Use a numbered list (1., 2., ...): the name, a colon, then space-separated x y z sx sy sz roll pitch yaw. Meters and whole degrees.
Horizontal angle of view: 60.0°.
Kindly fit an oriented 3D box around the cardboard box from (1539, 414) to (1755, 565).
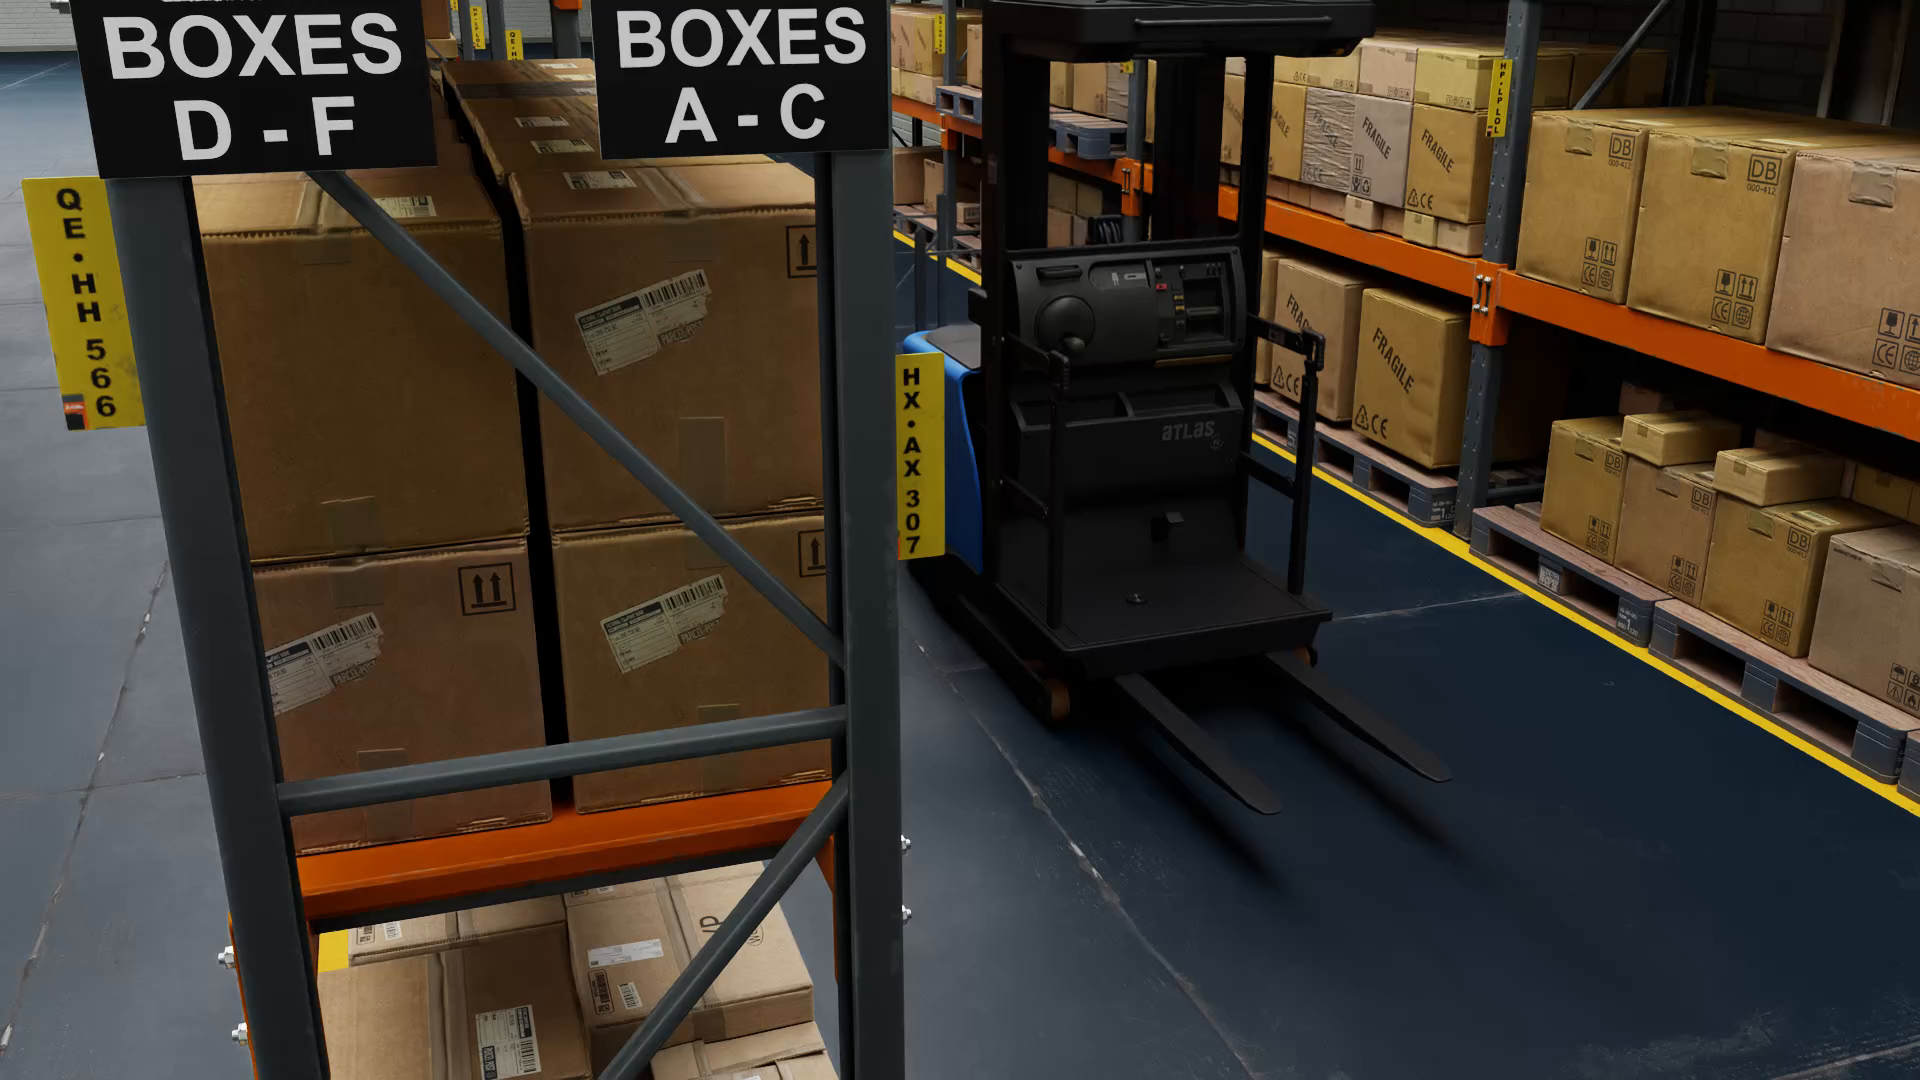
1. cardboard box: 2.995 -0.241 7.228 0.700 0.500 0.500 -6 21 -17

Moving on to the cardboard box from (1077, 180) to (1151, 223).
1. cardboard box: 1.205 -2.553 12.526 0.500 0.250 0.500 -6 21 -16

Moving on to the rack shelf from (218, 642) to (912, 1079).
1. rack shelf: -1.215 0.037 4.441 1.077 0.370 4.000 -6 21 -17

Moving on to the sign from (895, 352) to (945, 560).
1. sign: -0.072 -0.125 2.547 0.100 0.325 0.005 -6 21 -17

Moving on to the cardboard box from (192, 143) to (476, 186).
1. cardboard box: -1.147 -0.453 3.114 0.500 0.500 0.500 -6 21 -16

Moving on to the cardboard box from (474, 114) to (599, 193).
1. cardboard box: -0.800 -0.676 3.734 0.500 0.500 0.500 -6 21 -16

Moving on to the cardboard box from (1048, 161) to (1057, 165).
1. cardboard box: 0.732 -3.046 13.899 0.500 0.250 0.500 -7 21 -18

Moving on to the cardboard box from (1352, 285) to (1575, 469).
1. cardboard box: 2.530 -0.852 8.409 0.750 0.750 0.750 -6 21 -17

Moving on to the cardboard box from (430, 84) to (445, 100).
1. cardboard box: -1.639 -0.950 4.496 0.500 0.500 0.500 -7 21 -19

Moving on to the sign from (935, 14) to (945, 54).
1. sign: -0.170 -4.386 14.409 0.100 0.325 0.005 -6 21 -17

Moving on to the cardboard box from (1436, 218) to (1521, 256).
1. cardboard box: 2.482 -1.441 7.832 0.380 0.149 0.250 -6 21 -17

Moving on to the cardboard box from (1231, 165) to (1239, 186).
1. cardboard box: 1.844 -2.190 9.917 0.380 0.149 0.250 -6 21 -16

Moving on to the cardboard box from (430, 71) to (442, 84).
1. cardboard box: -2.796 -2.282 9.063 0.700 0.500 0.500 -15 24 -35

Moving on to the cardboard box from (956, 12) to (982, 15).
1. cardboard box: 0.235 -4.669 15.562 0.500 0.500 0.500 -7 21 -18

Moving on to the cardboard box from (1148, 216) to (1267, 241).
1. cardboard box: 1.707 -1.691 10.745 0.750 0.750 0.750 -7 21 -18

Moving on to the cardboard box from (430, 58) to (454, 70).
1. cardboard box: -4.504 -3.700 13.631 0.700 0.500 0.500 -7 21 -19

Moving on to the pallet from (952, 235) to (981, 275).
1. pallet: 0.589 -2.476 14.498 1.003 0.211 1.213 -6 21 -17

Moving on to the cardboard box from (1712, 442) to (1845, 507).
1. cardboard box: 3.094 -0.250 6.292 0.380 0.149 0.250 -7 21 -19

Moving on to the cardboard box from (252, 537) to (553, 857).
1. cardboard box: -0.986 0.178 2.835 0.500 0.500 0.500 -6 21 -16

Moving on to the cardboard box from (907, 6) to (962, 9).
1. cardboard box: -0.249 -5.157 16.920 0.500 0.500 0.500 -7 21 -19

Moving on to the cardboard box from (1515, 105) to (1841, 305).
1. cardboard box: 3.012 -1.436 7.035 0.980 0.700 0.700 -6 21 -16

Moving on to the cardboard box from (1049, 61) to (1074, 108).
1. cardboard box: 1.030 -3.556 12.581 0.700 0.500 0.500 -6 21 -17

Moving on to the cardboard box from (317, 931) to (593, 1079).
1. cardboard box: -0.991 1.161 3.293 0.500 0.500 0.500 -6 21 -17

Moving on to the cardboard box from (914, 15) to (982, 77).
1. cardboard box: -0.099 -4.449 14.948 0.500 0.500 0.500 -6 21 -17

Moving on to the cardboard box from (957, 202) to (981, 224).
1. cardboard box: 0.146 -3.080 15.596 0.380 0.166 0.250 -9 22 -24

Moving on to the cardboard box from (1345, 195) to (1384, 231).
1. cardboard box: 2.203 -1.686 8.514 0.380 0.149 0.250 -6 21 -17

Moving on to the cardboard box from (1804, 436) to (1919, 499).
1. cardboard box: 3.468 -0.280 6.375 0.380 0.149 0.250 -6 21 -17

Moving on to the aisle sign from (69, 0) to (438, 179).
1. aisle sign: -0.856 -0.829 1.941 0.394 0.787 0.004 -6 21 -17

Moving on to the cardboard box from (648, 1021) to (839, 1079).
1. cardboard box: -0.471 1.215 3.636 0.380 0.166 0.250 -6 21 -17

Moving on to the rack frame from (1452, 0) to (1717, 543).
1. rack frame: 2.857 -1.471 7.575 1.000 3.000 0.127 -6 21 -17

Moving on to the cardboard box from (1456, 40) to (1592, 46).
1. cardboard box: 2.789 -2.363 8.331 0.500 0.250 0.500 -6 21 -17

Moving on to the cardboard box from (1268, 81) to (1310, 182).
1. cardboard box: 1.992 -2.273 9.191 0.500 0.500 0.500 -6 21 -16

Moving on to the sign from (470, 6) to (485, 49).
1. sign: -3.846 -4.079 13.240 0.100 0.325 0.005 -6 21 -17

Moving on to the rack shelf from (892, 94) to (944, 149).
1. rack shelf: -0.286 -4.342 16.631 1.077 0.370 4.000 -6 21 -17

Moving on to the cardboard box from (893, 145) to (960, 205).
1. cardboard box: -0.420 -3.697 16.820 0.700 0.500 0.500 -8 21 -21

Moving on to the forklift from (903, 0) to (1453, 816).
1. forklift: 0.712 -0.869 6.000 1.130 2.935 3.031 -7 21 -19

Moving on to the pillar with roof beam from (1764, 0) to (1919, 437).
1. pillar with roof beam: -0.188 -3.704 4.918 9.100 9.000 0.400 -6 21 -17

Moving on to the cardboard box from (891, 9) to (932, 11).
1. cardboard box: -0.574 -4.938 16.310 0.500 0.500 0.500 -6 21 -16

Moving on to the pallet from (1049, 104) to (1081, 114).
1. pallet: 0.939 -3.295 12.937 1.003 0.211 1.213 -6 21 -17

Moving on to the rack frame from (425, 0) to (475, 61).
1. rack frame: -4.358 -3.511 13.254 1.000 3.000 0.127 -6 21 -17

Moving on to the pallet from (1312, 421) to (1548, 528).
1. pallet: 2.543 -0.398 8.713 1.003 0.211 1.213 -6 21 -17

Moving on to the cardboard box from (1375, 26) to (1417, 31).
1. cardboard box: 2.306 -2.855 9.700 0.500 0.250 0.500 -7 21 -19

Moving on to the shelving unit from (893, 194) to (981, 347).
1. shelving unit: -0.132 -0.825 7.996 0.538 1.500 1.048 -7 21 -19

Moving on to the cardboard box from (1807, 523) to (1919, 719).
1. cardboard box: 3.484 0.255 5.845 0.700 0.500 0.500 -7 21 -19

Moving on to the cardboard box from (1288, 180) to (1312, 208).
1. cardboard box: 2.052 -1.939 9.221 0.380 0.149 0.250 -6 21 -15

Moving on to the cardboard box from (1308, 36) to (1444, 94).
1. cardboard box: 2.156 -2.472 8.634 0.500 0.250 0.500 -6 21 -16

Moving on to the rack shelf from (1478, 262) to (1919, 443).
1. rack shelf: 3.486 -0.491 5.909 1.077 0.370 4.000 -6 21 -17

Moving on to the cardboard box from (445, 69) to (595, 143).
1. cardboard box: -1.276 -1.162 5.088 0.500 0.500 0.500 -7 21 -18

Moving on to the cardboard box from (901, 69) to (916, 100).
1. cardboard box: -0.242 -4.258 15.525 0.500 0.250 0.500 -6 21 -17

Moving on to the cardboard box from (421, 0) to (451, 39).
1. cardboard box: -4.504 -4.310 13.412 0.700 0.500 0.500 -6 21 -17

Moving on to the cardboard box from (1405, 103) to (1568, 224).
1. cardboard box: 2.473 -1.789 7.842 0.500 0.500 0.500 -7 21 -18

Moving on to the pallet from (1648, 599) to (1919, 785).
1. pallet: 3.409 0.486 6.252 1.003 0.211 1.213 -6 21 -17

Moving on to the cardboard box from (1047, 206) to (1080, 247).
1. cardboard box: 1.090 -2.345 13.055 0.700 0.500 0.500 -7 21 -17
